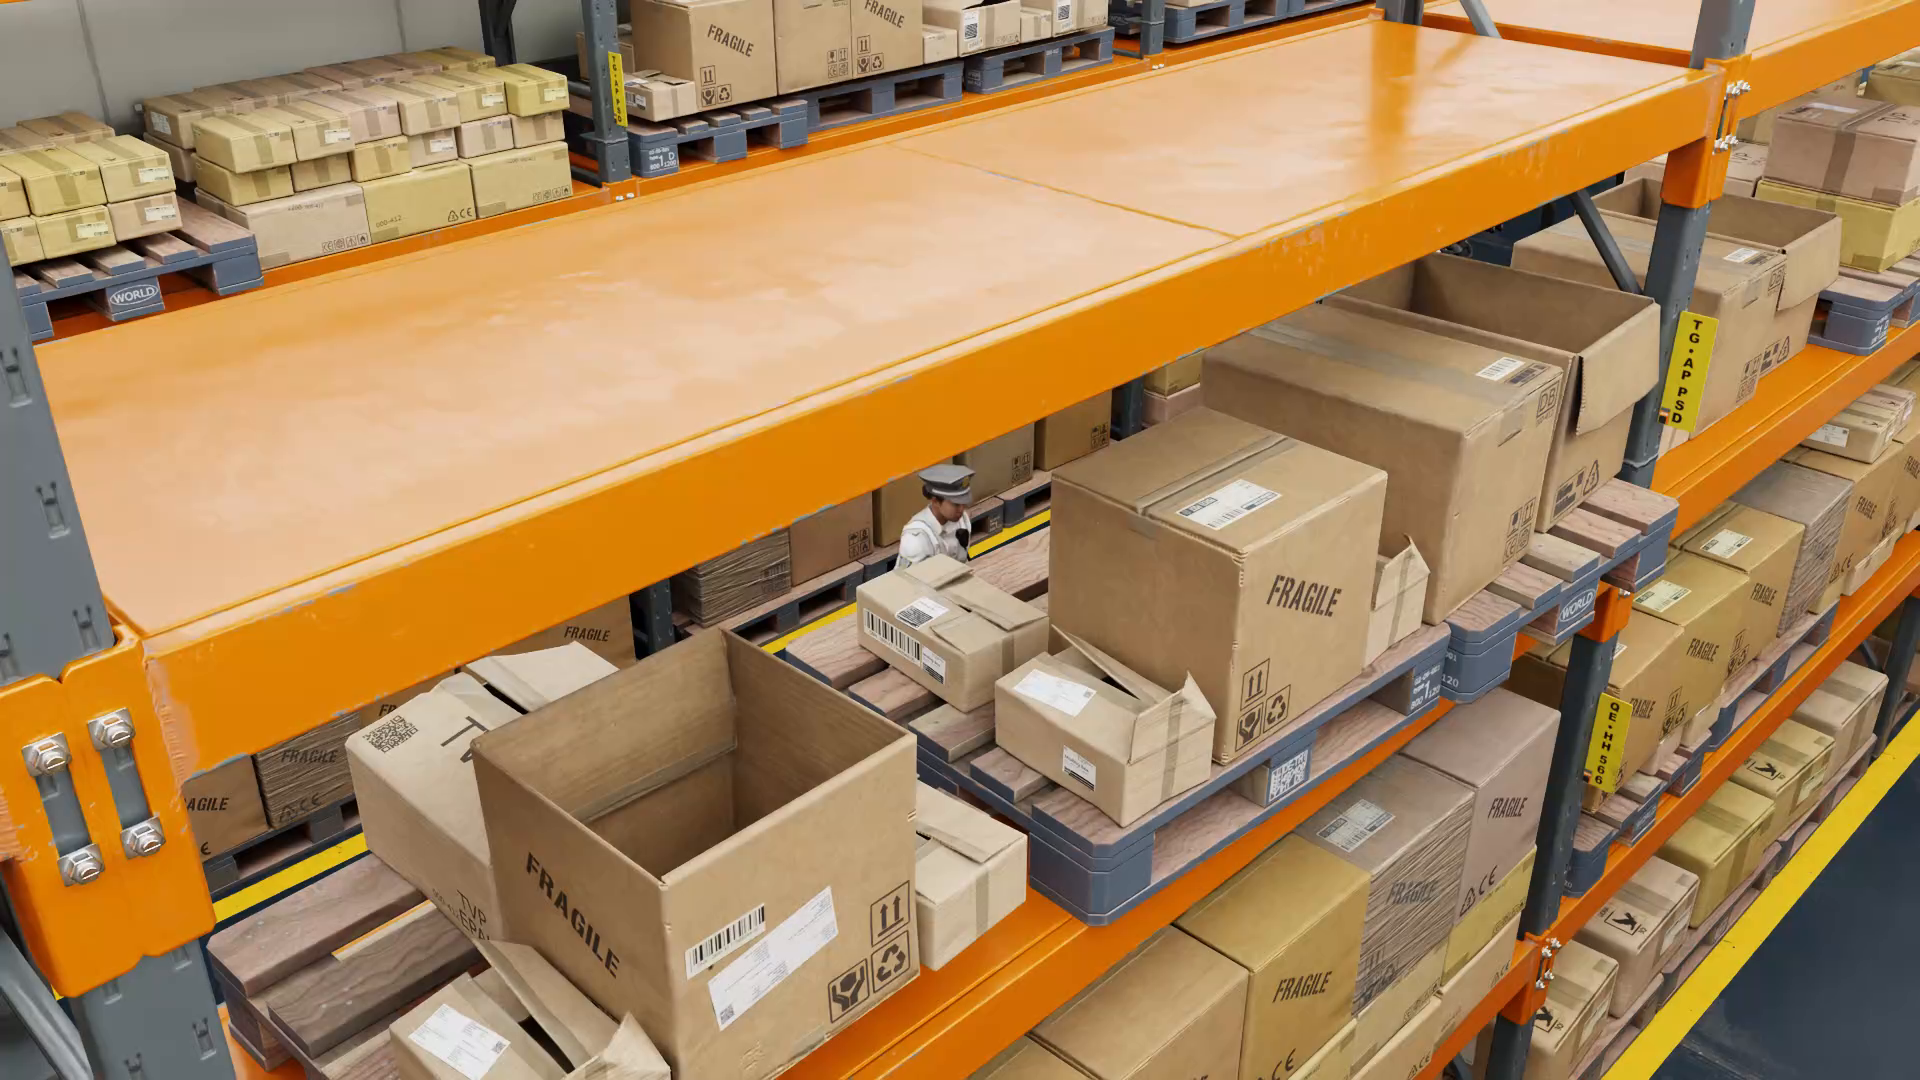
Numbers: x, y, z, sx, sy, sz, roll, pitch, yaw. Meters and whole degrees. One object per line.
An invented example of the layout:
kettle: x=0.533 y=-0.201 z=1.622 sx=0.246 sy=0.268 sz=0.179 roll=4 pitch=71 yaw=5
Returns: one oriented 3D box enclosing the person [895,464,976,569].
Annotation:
person: x=-0.113 y=0.390 z=8.167 sx=0.373 sy=1.662 sz=0.524 roll=23 pitch=36 yaw=36
